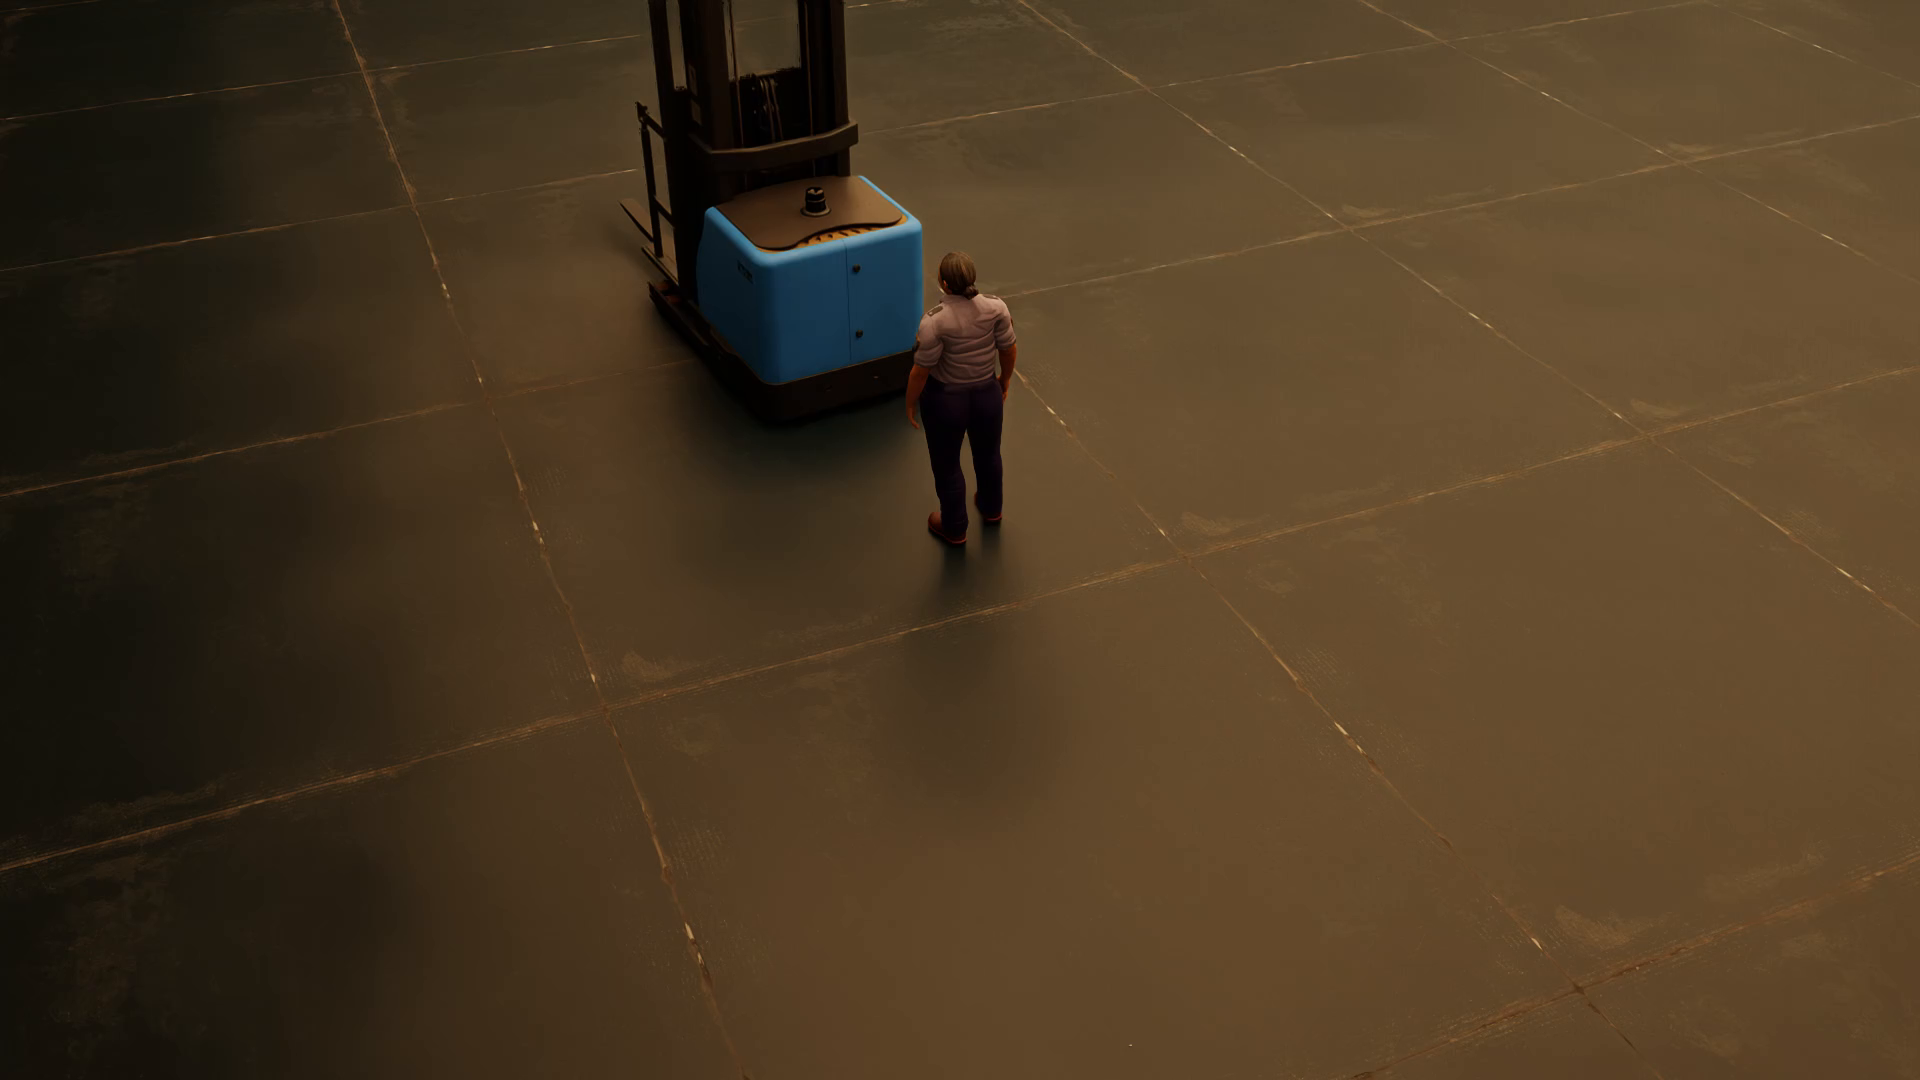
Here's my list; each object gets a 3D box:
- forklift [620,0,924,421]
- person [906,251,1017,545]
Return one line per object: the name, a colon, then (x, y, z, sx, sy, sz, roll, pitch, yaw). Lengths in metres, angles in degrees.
forklift: (-1.344, -2.705, 9.902, 1.130, 2.935, 3.031, -18, 39, -23)
person: (-0.014, -0.730, 8.220, 0.599, 1.650, 0.503, -14, 38, -19)
